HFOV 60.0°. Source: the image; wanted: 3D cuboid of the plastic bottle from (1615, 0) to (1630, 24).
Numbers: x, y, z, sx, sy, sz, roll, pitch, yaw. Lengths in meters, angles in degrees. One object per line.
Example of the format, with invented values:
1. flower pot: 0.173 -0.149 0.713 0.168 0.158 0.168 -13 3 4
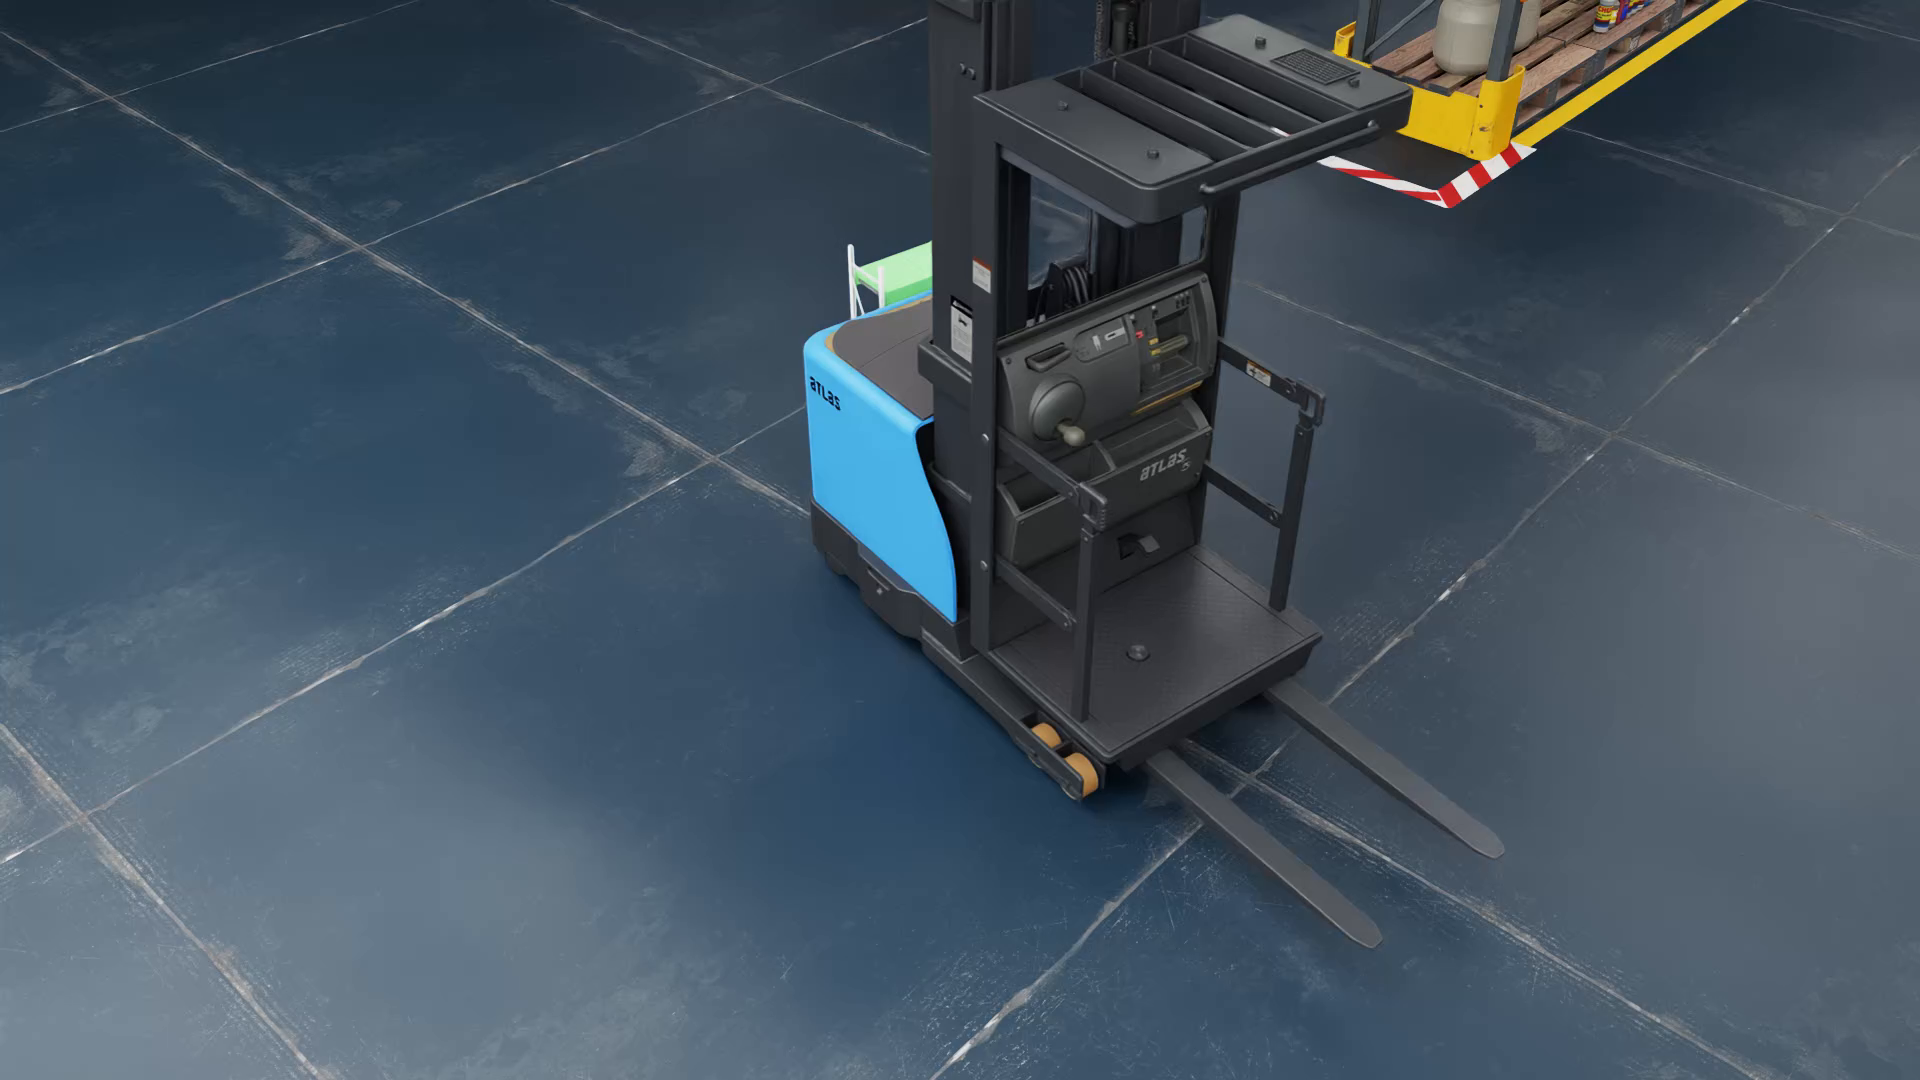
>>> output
1. plastic bottle: 4.489 -3.652 11.262 0.061 0.283 0.133 30 48 33

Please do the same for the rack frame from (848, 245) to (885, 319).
1. rack frame: -0.384 -0.685 7.148 0.015 1.200 0.240 -25 45 -28

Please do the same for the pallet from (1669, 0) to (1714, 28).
1. pallet: 5.085 -4.200 12.362 1.003 0.211 1.213 30 47 32

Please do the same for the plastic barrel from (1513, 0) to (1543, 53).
1. plastic barrel: 3.596 -3.500 10.903 0.421 0.512 0.421 0 38 0

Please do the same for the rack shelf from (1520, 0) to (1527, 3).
1. rack shelf: 4.219 -4.382 10.928 1.077 0.370 4.000 30 47 32

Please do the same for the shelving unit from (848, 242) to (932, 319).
1. shelving unit: -0.190 -0.777 7.263 0.503 1.200 0.258 -25 45 -28

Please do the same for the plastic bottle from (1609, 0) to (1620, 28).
1. plastic bottle: 4.393 -3.571 11.226 0.097 0.201 0.097 0 38 0

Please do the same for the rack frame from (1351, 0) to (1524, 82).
1. rack frame: 2.870 -3.744 9.549 1.000 3.000 0.127 30 47 32

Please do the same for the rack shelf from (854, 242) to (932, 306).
1. rack shelf: -0.190 -1.103 7.004 0.480 0.148 0.258 -25 45 -28

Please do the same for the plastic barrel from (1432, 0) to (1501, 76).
1. plastic barrel: 3.258 -3.270 10.613 0.421 0.512 0.421 0 38 0

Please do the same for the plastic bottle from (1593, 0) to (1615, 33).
1. plastic bottle: 4.323 -3.551 11.144 0.097 0.271 0.097 0 38 0

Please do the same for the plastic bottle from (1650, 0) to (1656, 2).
1. plastic bottle: 4.827 -3.867 11.598 0.097 0.201 0.097 0 38 0

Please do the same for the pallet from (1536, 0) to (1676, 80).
1. pallet: 4.262 -3.637 11.654 1.003 0.211 1.213 30 47 32

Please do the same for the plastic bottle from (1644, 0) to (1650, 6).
1. plastic bottle: 4.759 -3.847 11.517 0.097 0.271 0.097 0 38 0

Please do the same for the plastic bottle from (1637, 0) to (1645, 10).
1. plastic bottle: 4.689 -3.772 11.479 0.097 0.201 0.097 0 38 0

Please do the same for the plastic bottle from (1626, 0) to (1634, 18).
1. plastic bottle: 4.554 -3.708 11.342 0.097 0.271 0.097 0 38 0

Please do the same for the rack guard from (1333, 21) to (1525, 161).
1. rack guard: 2.887 -2.821 10.396 1.175 0.500 0.348 30 47 32

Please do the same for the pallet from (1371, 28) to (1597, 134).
1. pallet: 3.439 -3.079 10.952 1.003 0.211 1.213 30 47 32

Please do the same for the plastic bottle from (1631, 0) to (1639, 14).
1. plastic bottle: 4.622 -3.754 11.400 0.097 0.271 0.097 0 38 0

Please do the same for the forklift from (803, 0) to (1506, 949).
1. forklift: 0.655 -0.554 5.592 1.130 2.935 3.031 -25 45 -28
